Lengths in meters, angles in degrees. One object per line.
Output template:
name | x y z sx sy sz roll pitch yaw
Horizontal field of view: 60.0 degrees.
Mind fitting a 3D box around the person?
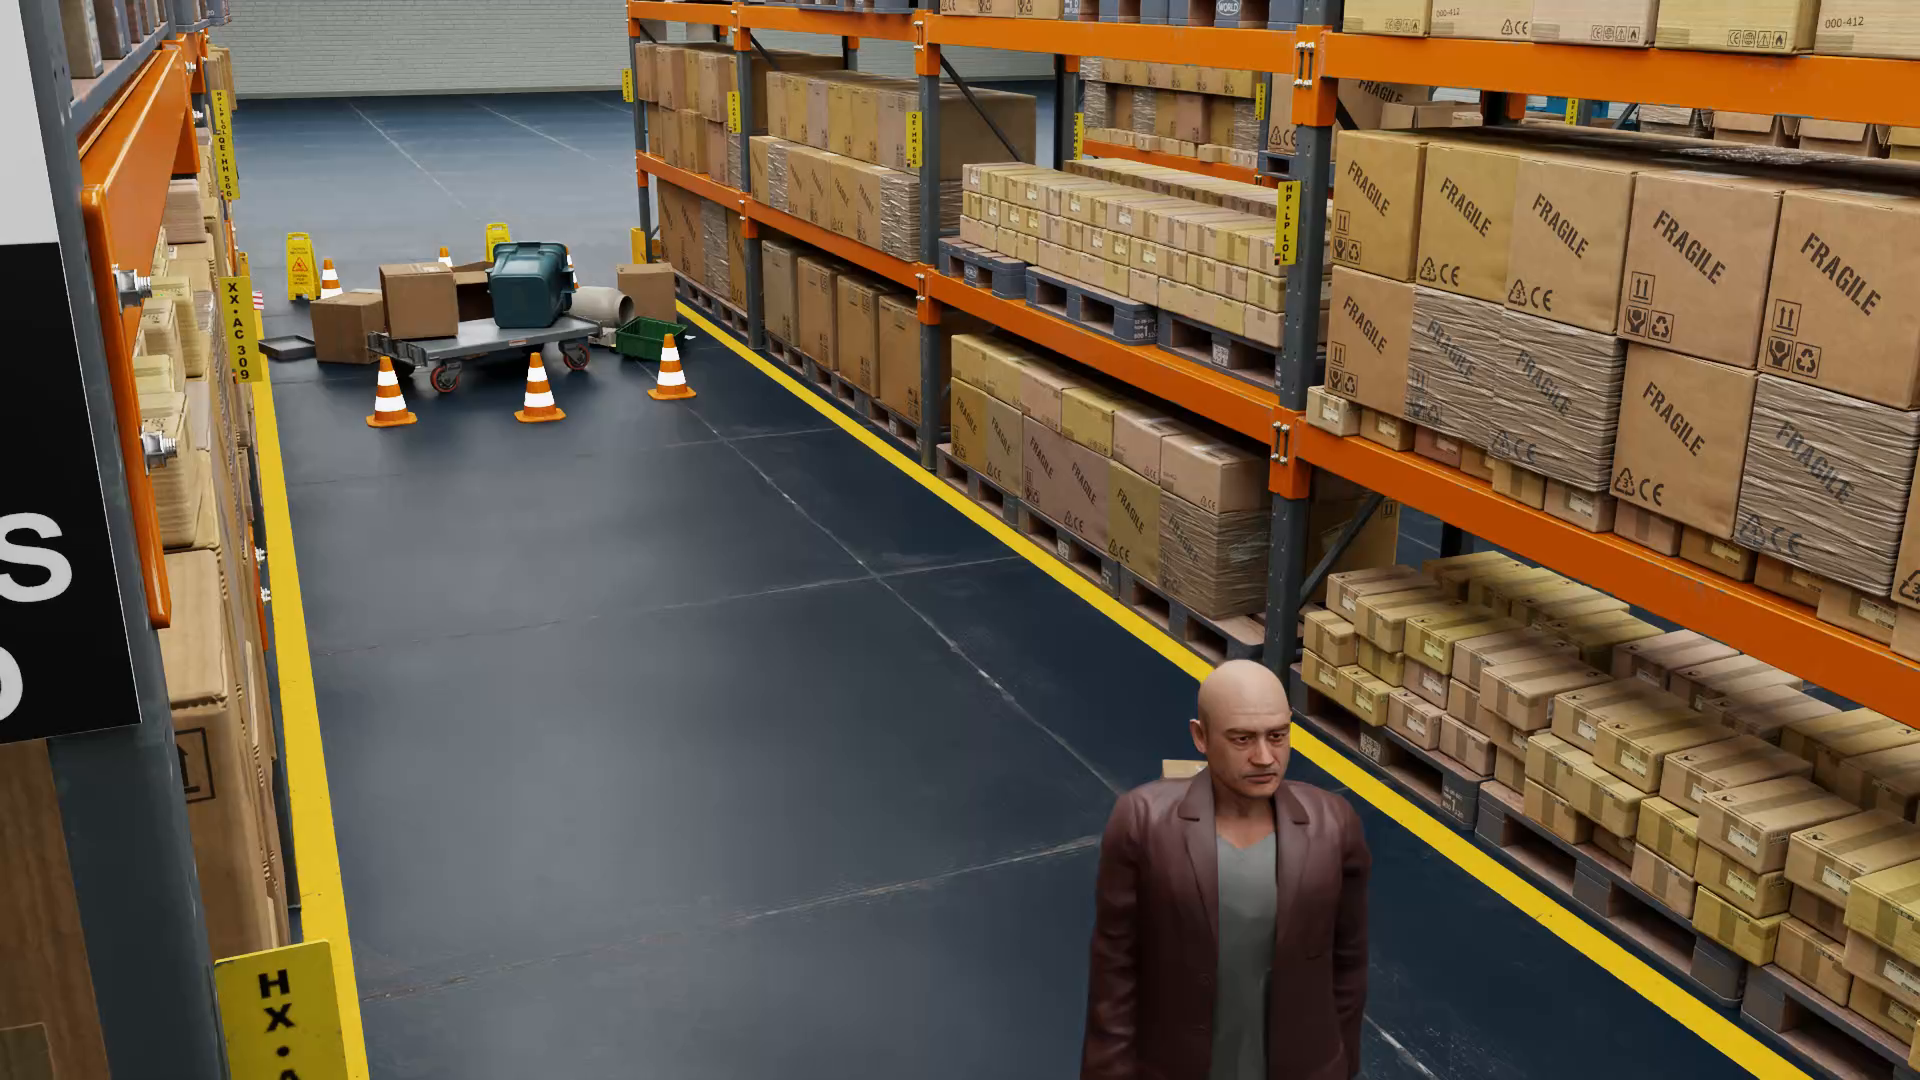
person | 0.526 1.071 3.348 0.570 1.752 0.814 1 19 4
